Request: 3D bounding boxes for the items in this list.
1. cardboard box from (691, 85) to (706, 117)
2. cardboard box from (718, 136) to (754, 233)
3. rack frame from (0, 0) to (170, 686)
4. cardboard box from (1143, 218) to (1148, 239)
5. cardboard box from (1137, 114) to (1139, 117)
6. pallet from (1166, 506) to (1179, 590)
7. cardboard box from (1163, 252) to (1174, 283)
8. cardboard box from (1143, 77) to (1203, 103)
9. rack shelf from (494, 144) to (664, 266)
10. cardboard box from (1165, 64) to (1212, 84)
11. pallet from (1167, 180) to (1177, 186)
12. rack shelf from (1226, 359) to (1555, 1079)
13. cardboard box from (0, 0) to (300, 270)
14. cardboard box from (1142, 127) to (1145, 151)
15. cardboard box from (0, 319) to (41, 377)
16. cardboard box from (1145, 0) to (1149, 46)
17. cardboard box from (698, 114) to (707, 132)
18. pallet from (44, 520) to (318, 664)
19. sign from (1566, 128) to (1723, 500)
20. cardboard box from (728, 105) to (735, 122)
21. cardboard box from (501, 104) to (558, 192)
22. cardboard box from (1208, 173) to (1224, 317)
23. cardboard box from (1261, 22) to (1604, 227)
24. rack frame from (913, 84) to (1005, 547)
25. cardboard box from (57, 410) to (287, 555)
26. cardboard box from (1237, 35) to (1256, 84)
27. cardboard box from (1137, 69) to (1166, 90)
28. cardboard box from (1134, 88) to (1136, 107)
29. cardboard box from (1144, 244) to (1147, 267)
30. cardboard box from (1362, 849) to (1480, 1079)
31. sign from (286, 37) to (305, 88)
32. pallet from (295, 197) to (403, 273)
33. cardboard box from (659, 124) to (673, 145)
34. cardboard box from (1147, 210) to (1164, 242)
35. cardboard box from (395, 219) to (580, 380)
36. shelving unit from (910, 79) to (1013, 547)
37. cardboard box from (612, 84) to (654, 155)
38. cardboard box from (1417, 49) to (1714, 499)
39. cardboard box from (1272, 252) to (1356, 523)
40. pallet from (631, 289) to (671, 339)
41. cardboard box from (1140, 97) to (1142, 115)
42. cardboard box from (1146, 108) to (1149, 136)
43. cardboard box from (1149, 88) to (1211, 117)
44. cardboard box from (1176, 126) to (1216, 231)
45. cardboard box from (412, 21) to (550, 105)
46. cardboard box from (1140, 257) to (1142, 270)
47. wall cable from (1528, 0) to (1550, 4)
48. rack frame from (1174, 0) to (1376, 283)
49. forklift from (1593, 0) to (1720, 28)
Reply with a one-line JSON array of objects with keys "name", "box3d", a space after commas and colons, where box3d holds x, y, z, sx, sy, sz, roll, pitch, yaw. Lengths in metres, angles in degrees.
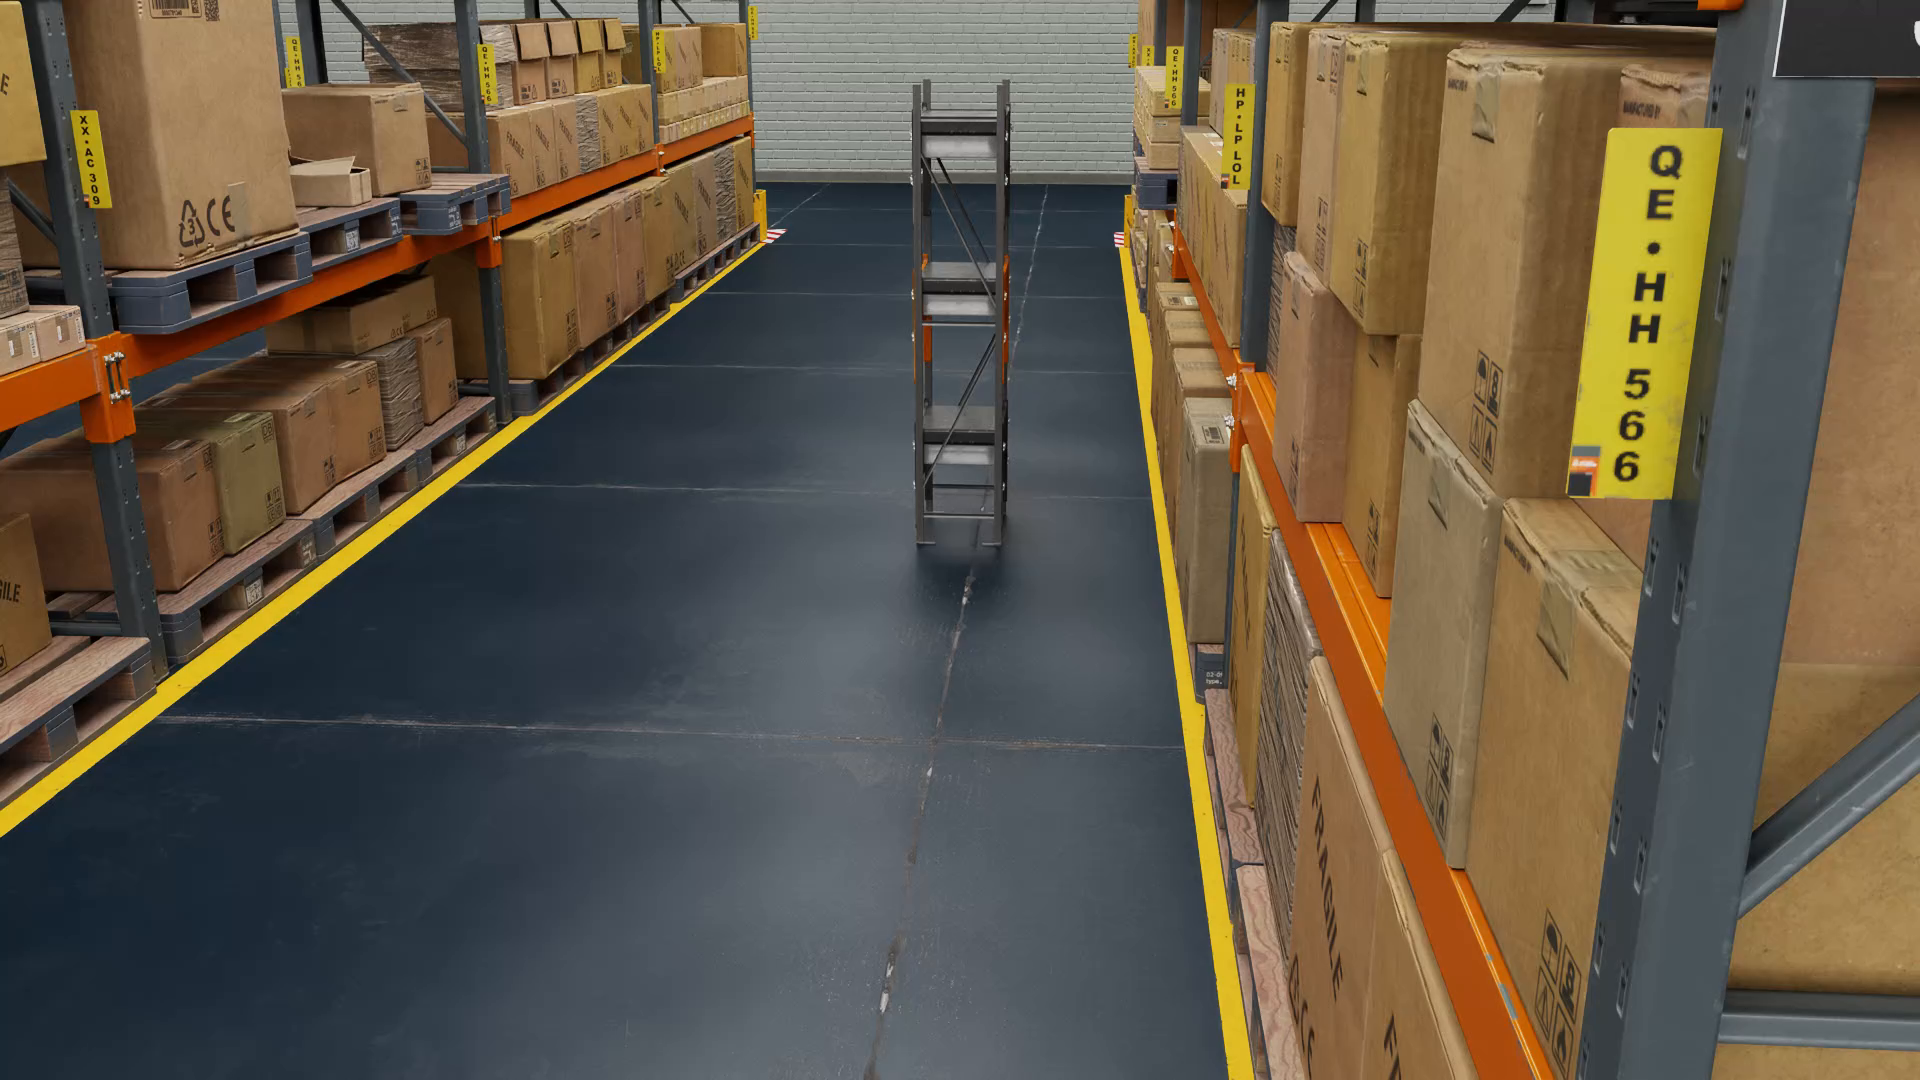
[{"name": "cardboard box", "box3d": [-2.573, -3.908, 14.796, 0.500, 0.250, 0.500, 2, 18, 5]}, {"name": "cardboard box", "box3d": [-2.619, -3.614, 16.874, 0.875, 0.875, 0.875, 1, 18, 4]}, {"name": "rack frame", "box3d": [-3.514, -0.898, 5.846, 1.000, 3.000, 0.127, 1, 18, 4]}, {"name": "cardboard box", "box3d": [1.755, -2.642, 14.117, 0.380, 0.149, 0.250, 1, 18, 3]}, {"name": "cardboard box", "box3d": [1.458, -2.967, 11.889, 0.380, 0.149, 0.250, 1, 18, 4]}, {"name": "pallet", "box3d": [1.491, -0.052, 7.743, 1.003, 0.211, 1.213, 1, 18, 4]}, {"name": "cardboard box", "box3d": [1.501, -1.584, 10.077, 0.500, 0.250, 0.500, 1, 18, 3]}, {"name": "cardboard box", "box3d": [1.386, -2.925, 10.806, 0.380, 0.149, 0.250, 2, 18, 7]}, {"name": "rack shelf", "box3d": [-3.084, -2.420, 11.645, 1.077, 0.370, 4.000, 1, 18, 4]}, {"name": "cardboard box", "box3d": [1.753, -3.586, 13.411, 0.500, 0.500, 0.500, 1, 18, 4]}, {"name": "pallet", "box3d": [1.814, -2.523, 11.113, 1.003, 0.211, 1.213, 1, 18, 4]}, {"name": "rack shelf", "box3d": [1.283, 0.207, 3.629, 1.077, 0.370, 4.000, 1, 18, 4]}, {"name": "cardboard box", "box3d": [-3.317, -1.626, 6.431, 1.000, 1.000, 1.000, 1, 18, 4]}, {"name": "cardboard box", "box3d": [1.367, -2.560, 10.647, 0.380, 0.149, 0.250, 0, 18, 1]}, {"name": "cardboard box", "box3d": [-3.263, -0.628, 5.425, 0.380, 0.149, 0.250, 1, 18, 4]}, {"name": "cardboard box", "box3d": [1.796, -4.217, 13.732, 0.500, 0.500, 0.500, 1, 18, 2]}, {"name": "cardboard box", "box3d": [-2.495, -3.750, 14.954, 0.380, 0.149, 0.250, 1, 18, 5]}, {"name": "pallet", "box3d": [-3.459, 0.185, 7.018, 1.003, 0.211, 1.213, 1, 18, 4]}, {"name": "sign", "box3d": [0.599, -0.193, 1.454, 0.100, 0.325, 0.005, 1, 18, 4]}, {"name": "cardboard box", "box3d": [-2.405, -4.151, 16.177, 0.380, 0.149, 0.250, 2, 18, 5]}, {"name": "cardboard box", "box3d": [-2.886, -2.493, 10.553, 0.500, 0.500, 0.500, 1, 18, 2]}, {"name": "cardboard box", "box3d": [1.233, -1.128, 6.389, 0.500, 0.500, 0.500, 1, 18, 3]}, {"name": "cardboard box", "box3d": [1.366, -1.226, 4.874, 0.875, 0.550, 0.550, 1, 18, 4]}, {"name": "rack frame", "box3d": [-0.006, -0.973, 7.522, 0.400, 2.100, 0.015, 1, 18, 4]}, {"name": "cardboard box", "box3d": [-3.395, -0.257, 7.198, 0.700, 0.500, 0.500, 1, 18, 4]}, {"name": "cardboard box", "box3d": [1.565, -1.906, 7.157, 0.700, 0.500, 0.500, 1, 18, 3]}, {"name": "cardboard box", "box3d": [1.478, -3.325, 12.027, 0.380, 0.149, 0.250, 1, 18, 4]}, {"name": "cardboard box", "box3d": [1.513, -3.350, 12.581, 0.380, 0.149, 0.250, 2, 18, 5]}, {"name": "cardboard box", "box3d": [1.705, -2.332, 13.648, 0.380, 0.149, 0.250, 2, 18, 5]}, {"name": "cardboard box", "box3d": [1.122, 1.084, 2.534, 0.875, 0.875, 0.875, 1, 18, 4]}, {"name": "sign", "box3d": [-3.781, -2.702, 9.492, 0.100, 0.325, 0.005, 1, 18, 4]}, {"name": "pallet", "box3d": [-3.328, -1.433, 7.788, 1.003, 0.211, 1.213, 1, 18, 4]}, {"name": "cardboard box", "box3d": [-2.587, -3.348, 13.726, 0.380, 0.149, 0.250, 1, 18, 4]}, {"name": "cardboard box", "box3d": [1.683, -2.385, 12.520, 0.500, 0.250, 0.500, 0, 18, 1]}, {"name": "cardboard box", "box3d": [-3.157, -1.544, 10.556, 1.225, 0.875, 0.875, 0, 18, 1]}, {"name": "shelving unit", "box3d": [0.012, -1.049, 7.753, 0.431, 2.100, 0.503, 1, 18, 4]}, {"name": "cardboard box", "box3d": [-2.701, -3.279, 12.951, 0.500, 0.500, 0.500, 1, 18, 4]}, {"name": "cardboard box", "box3d": [1.152, -0.385, 2.306, 0.875, 0.550, 0.550, 1, 18, 4]}, {"name": "cardboard box", "box3d": [1.239, -0.376, 4.012, 0.875, 0.550, 0.550, 1, 18, 4]}, {"name": "pallet", "box3d": [-2.920, -1.816, 13.127, 1.003, 0.211, 1.213, 1, 18, 4]}, {"name": "cardboard box", "box3d": [1.424, -2.942, 11.337, 0.380, 0.149, 0.250, 1, 18, 3]}, {"name": "cardboard box", "box3d": [1.328, -2.548, 10.133, 0.380, 0.149, 0.250, 2, 18, 5]}, {"name": "cardboard box", "box3d": [1.291, -2.524, 9.581, 0.380, 0.149, 0.250, 1, 18, 2]}, {"name": "cardboard box", "box3d": [1.412, -1.912, 8.781, 0.500, 0.500, 0.500, 1, 18, 5]}, {"name": "cardboard box", "box3d": [-3.109, -3.094, 10.775, 0.797, 0.503, 0.637, 2, 18, 5]}, {"name": "cardboard box", "box3d": [1.745, -2.377, 14.264, 0.380, 0.149, 0.250, 1, 18, 2]}, {"name": "wall cable", "box3d": [7.612, -6.653, 21.728, 0.585, 1.953, 0.123, 1, 18, 4]}, {"name": "rack frame", "box3d": [1.713, -1.998, 9.204, 1.000, 3.000, 0.127, 1, 18, 4]}, {"name": "forklift", "box3d": [3.958, -2.043, 9.451, 1.130, 2.935, 3.031, 0, 18, 0]}]
